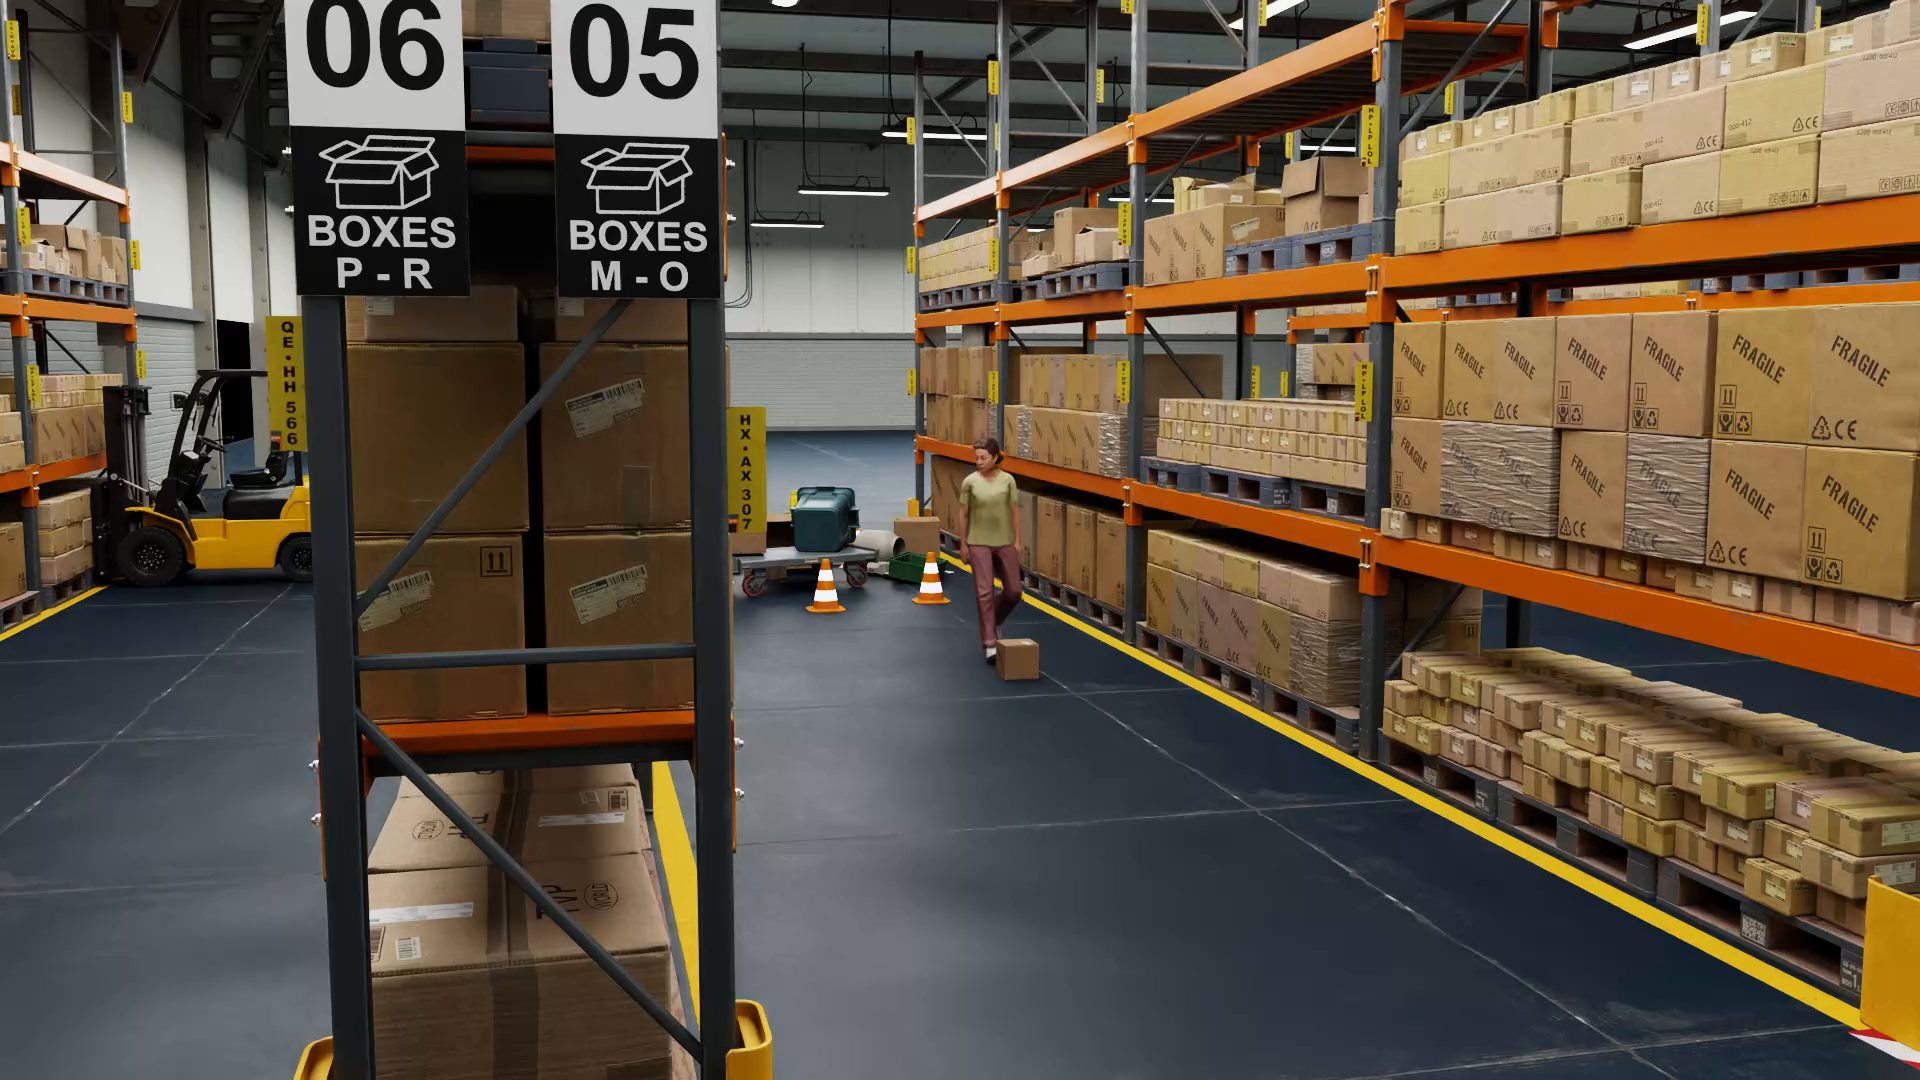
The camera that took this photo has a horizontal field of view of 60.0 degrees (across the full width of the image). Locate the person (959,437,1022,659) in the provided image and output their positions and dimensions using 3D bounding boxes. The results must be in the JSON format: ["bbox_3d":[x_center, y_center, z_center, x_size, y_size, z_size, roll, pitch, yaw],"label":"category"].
[{"bbox_3d":[0.237,0.048,12.590,0.478,1.665,0.723,-1,6,-10],"label":"person"}]
